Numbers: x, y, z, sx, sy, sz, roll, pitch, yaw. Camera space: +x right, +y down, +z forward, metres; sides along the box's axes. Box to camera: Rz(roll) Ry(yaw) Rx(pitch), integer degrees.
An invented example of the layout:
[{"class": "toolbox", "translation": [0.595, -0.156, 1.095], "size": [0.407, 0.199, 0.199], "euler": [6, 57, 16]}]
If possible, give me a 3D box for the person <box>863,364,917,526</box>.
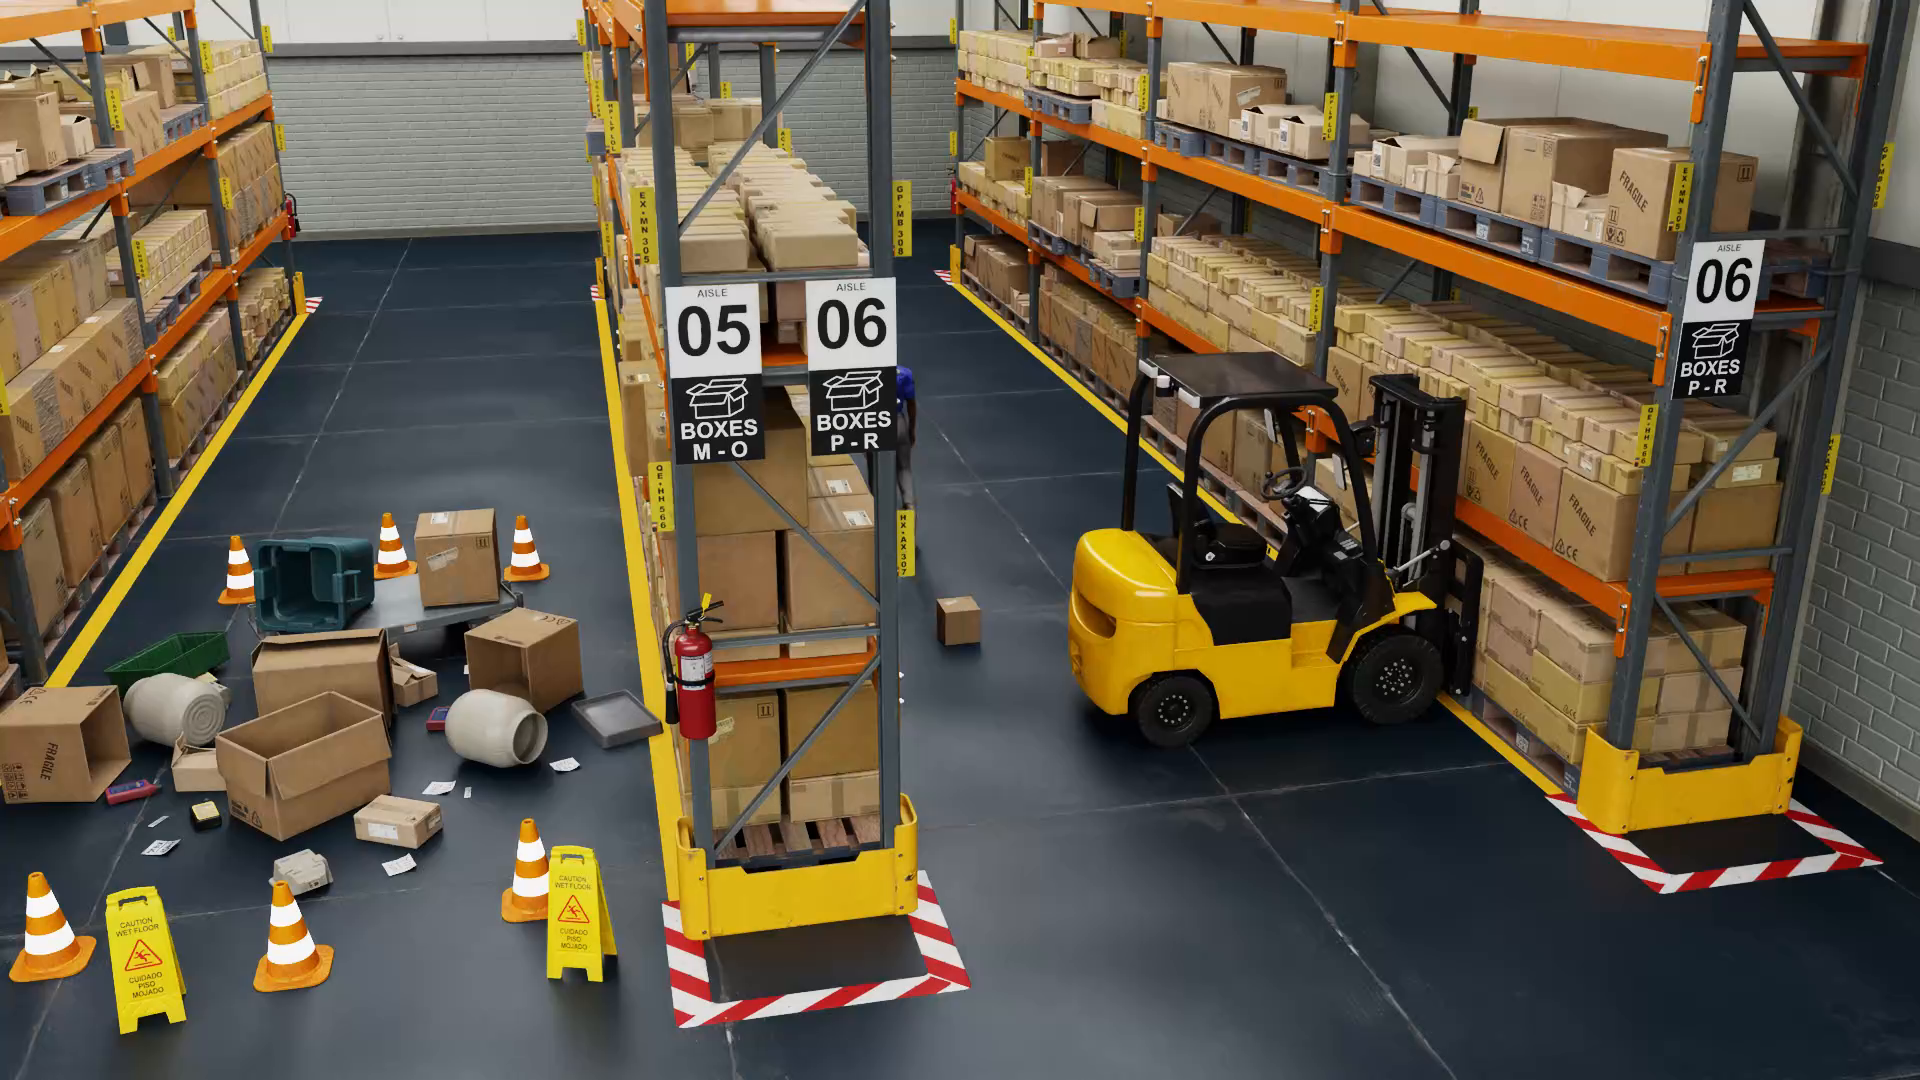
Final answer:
[{"class": "person", "translation": [-0.573, -0.876, 13.491], "size": [0.462, 1.612, 0.813], "euler": [-4, 20, -12]}]
